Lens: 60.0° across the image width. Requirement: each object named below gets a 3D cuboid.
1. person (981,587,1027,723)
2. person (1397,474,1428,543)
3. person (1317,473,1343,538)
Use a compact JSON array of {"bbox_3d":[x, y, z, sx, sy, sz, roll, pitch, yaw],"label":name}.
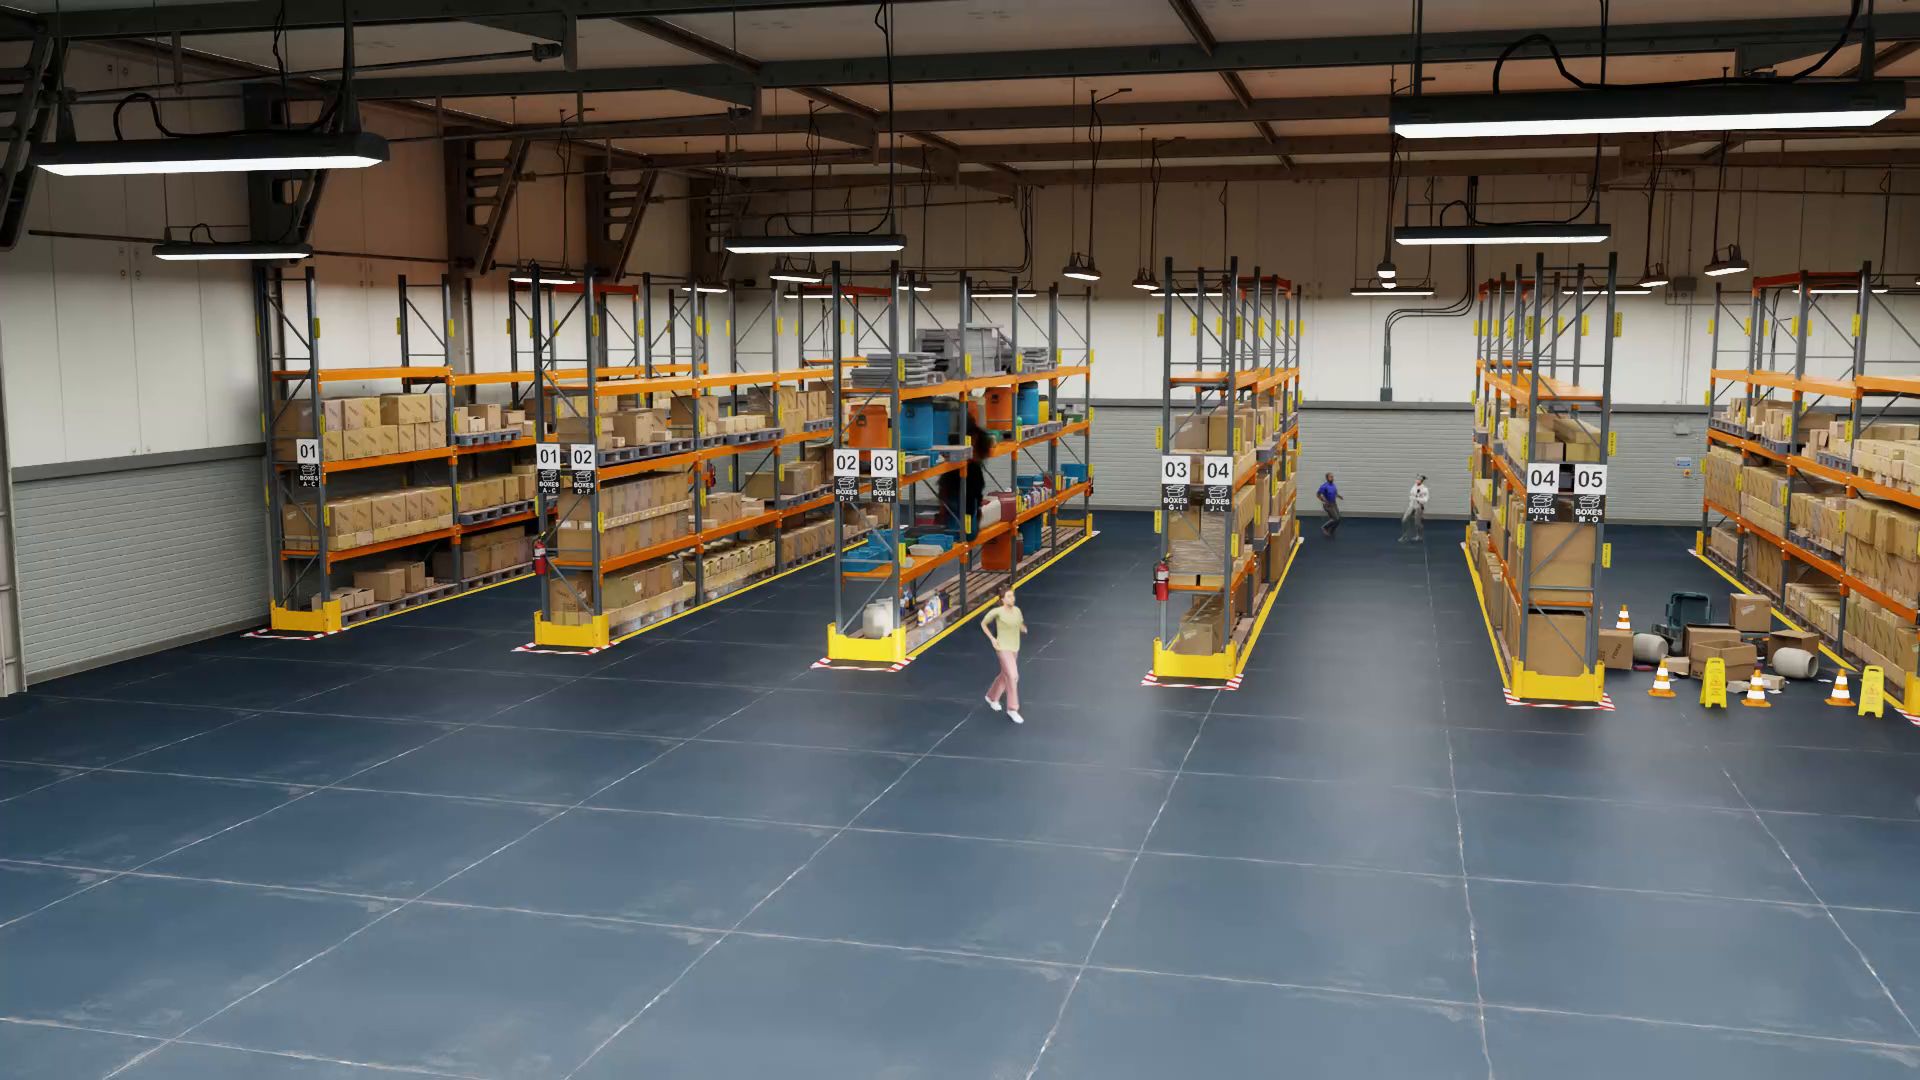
[{"bbox_3d":[0.621,1.447,21.428,0.562,1.705,0.743,-7,10,-42],"label":"person"},{"bbox_3d":[10.717,-0.736,38.942,0.678,1.675,0.719,-5,9,-33],"label":"person"},{"bbox_3d":[8.885,-0.824,39.799,0.581,1.586,0.519,-7,10,-44],"label":"person"}]
